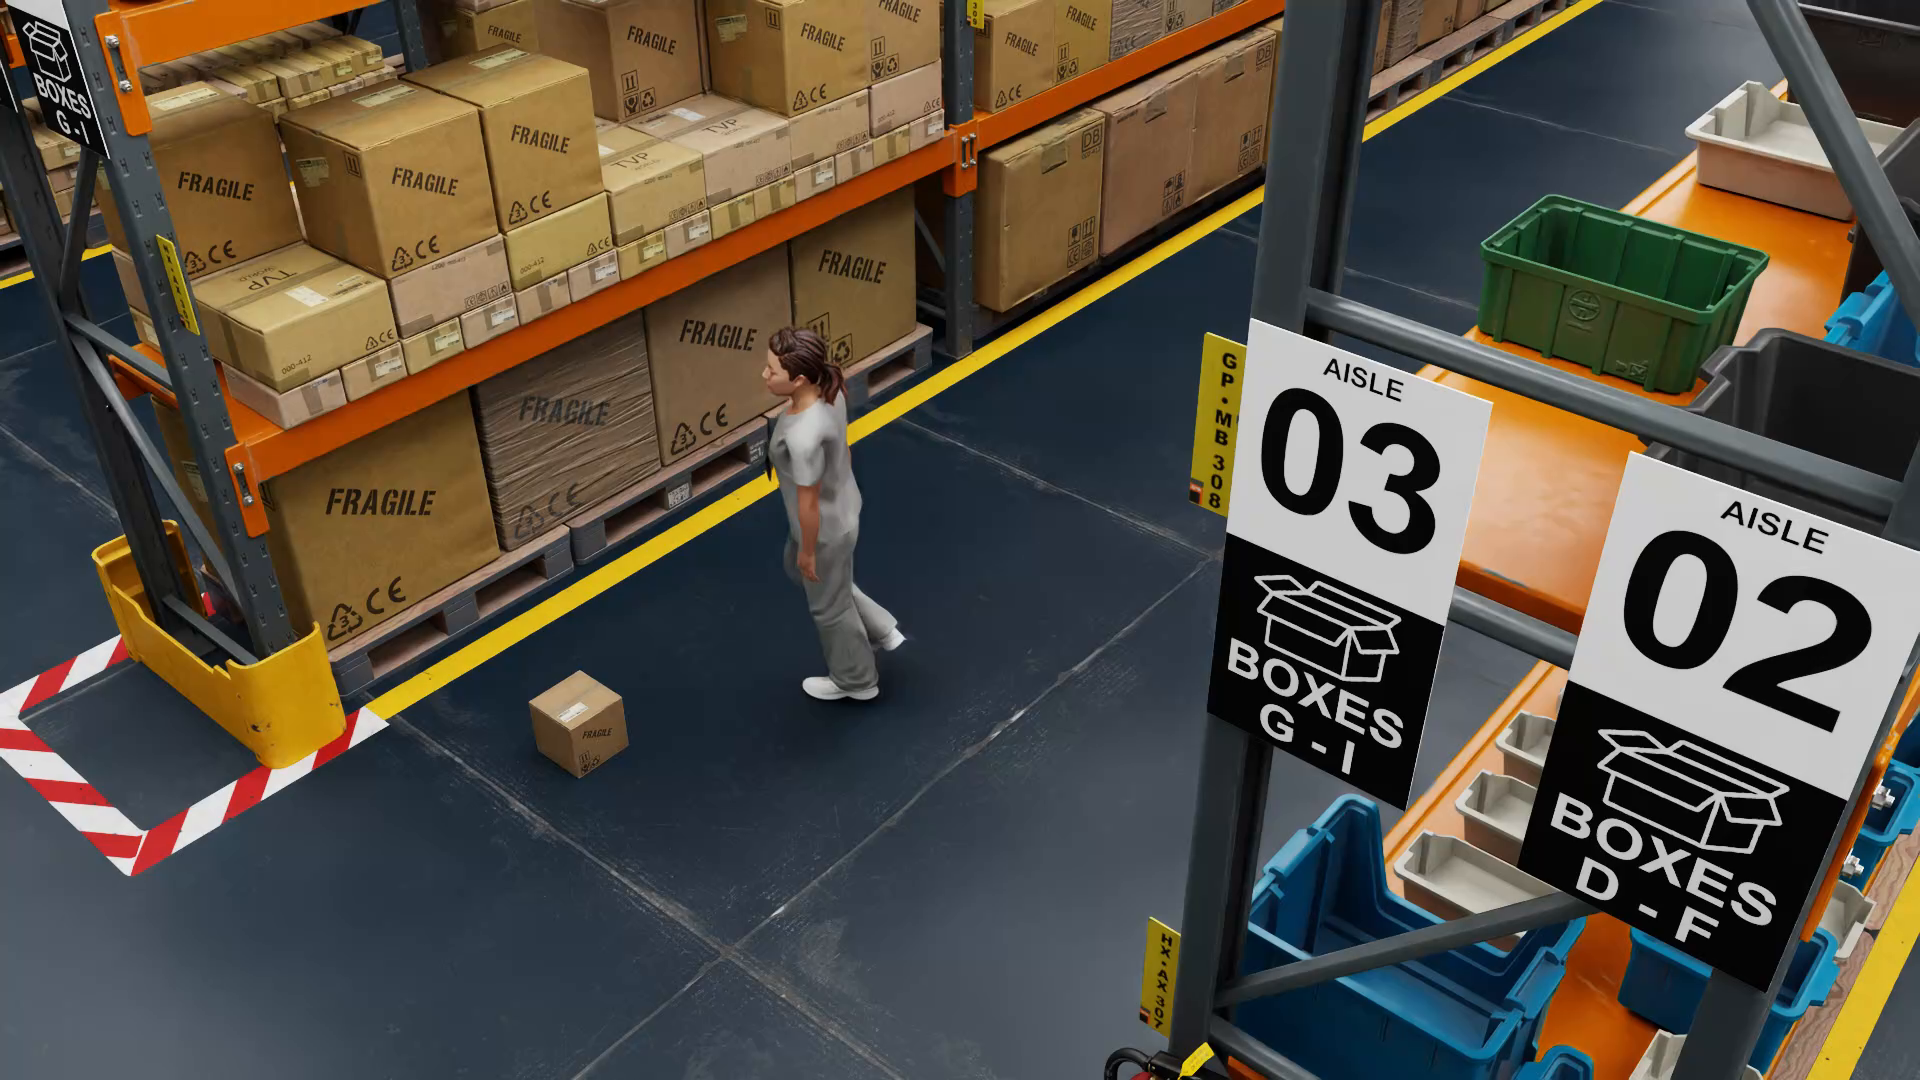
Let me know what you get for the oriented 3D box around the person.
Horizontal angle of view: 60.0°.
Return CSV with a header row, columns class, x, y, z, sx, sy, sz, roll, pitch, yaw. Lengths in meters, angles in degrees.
class,x,y,z,sx,sy,sz,roll,pitch,yaw
person,-0.468,-0.065,6.217,0.480,1.664,0.510,3,35,5
